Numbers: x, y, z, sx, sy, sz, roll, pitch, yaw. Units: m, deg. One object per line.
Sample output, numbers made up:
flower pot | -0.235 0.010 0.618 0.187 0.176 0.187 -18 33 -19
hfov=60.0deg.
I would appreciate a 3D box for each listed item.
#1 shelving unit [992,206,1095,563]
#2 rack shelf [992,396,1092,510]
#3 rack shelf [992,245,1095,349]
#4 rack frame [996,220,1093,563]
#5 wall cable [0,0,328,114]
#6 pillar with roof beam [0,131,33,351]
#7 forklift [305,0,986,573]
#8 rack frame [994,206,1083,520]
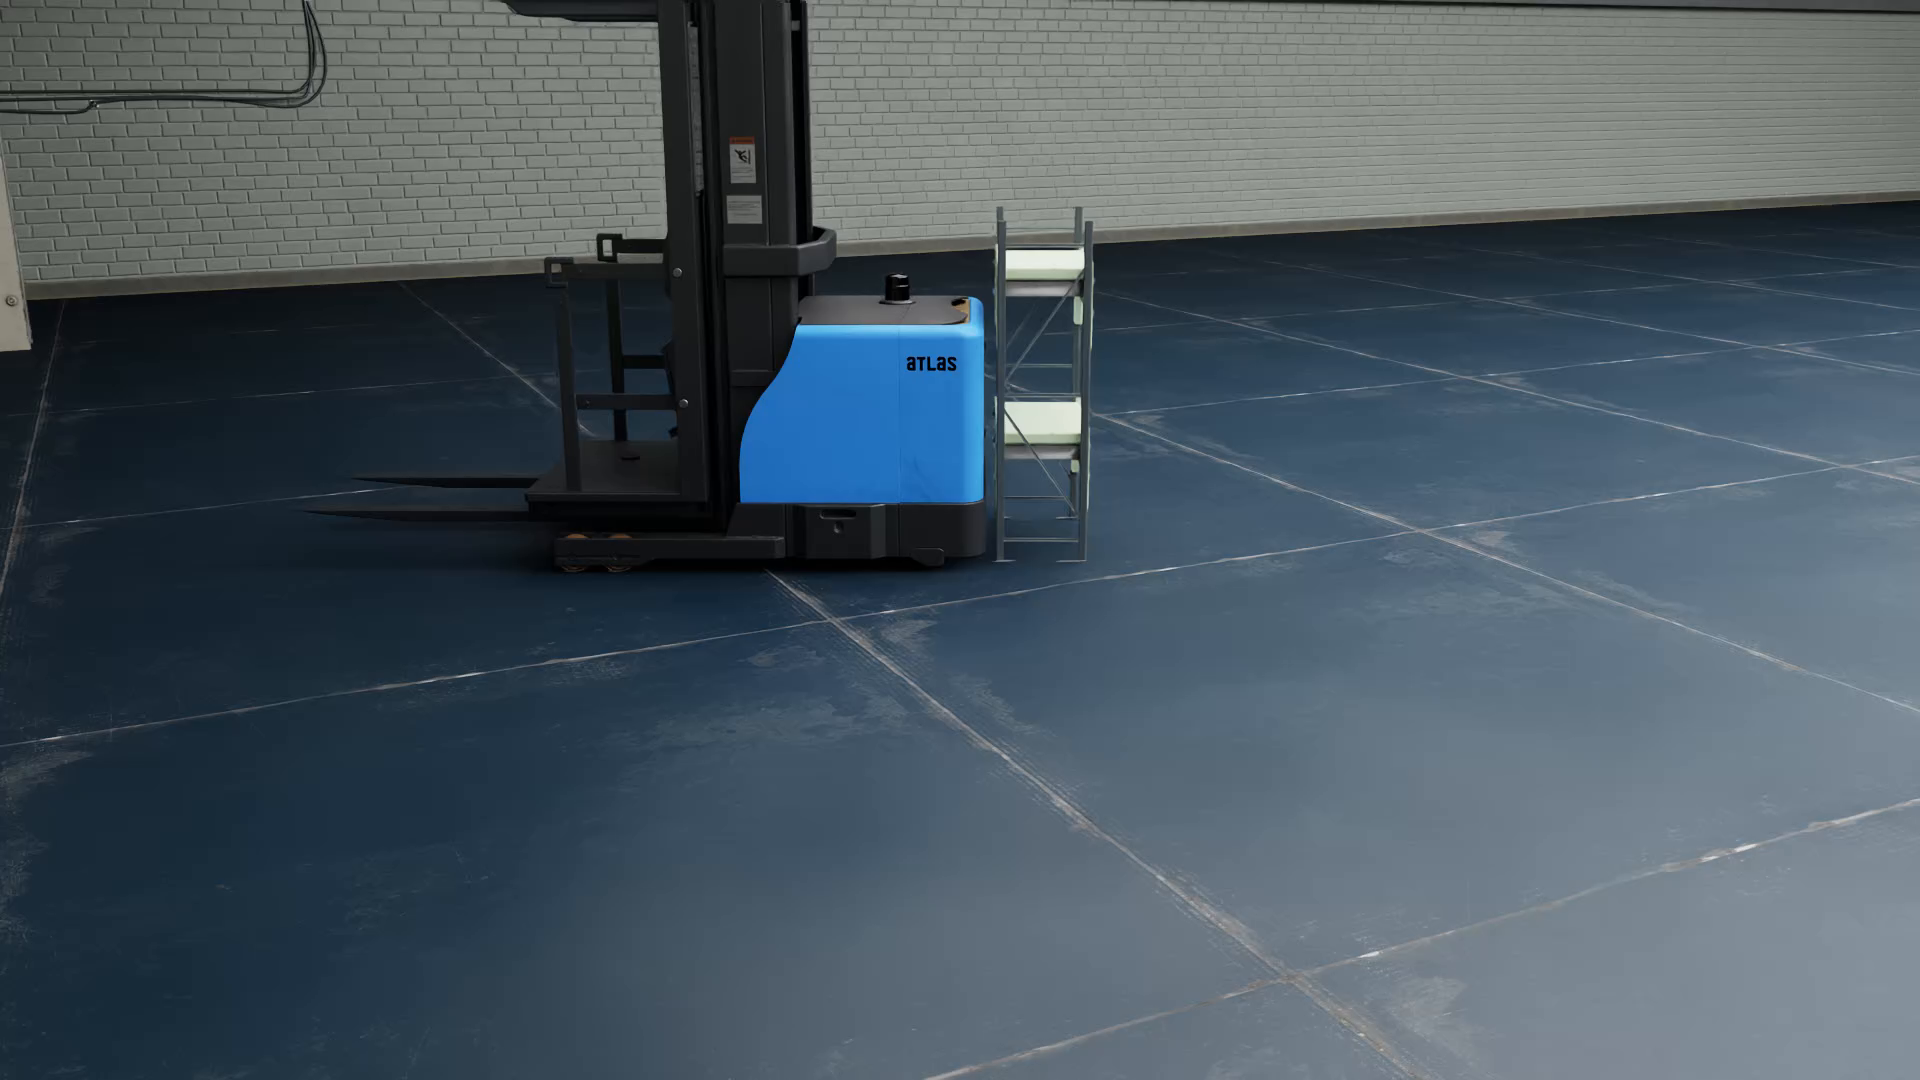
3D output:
shelving unit | 0.364 -0.722 7.549 0.431 1.500 0.755 0 16 1
rack shelf | 0.364 -0.409 7.639 0.431 0.370 0.720 0 16 1
rack shelf | 0.364 -1.098 7.442 0.431 0.370 0.720 0 16 1
rack frame | 0.360 -0.622 7.197 0.400 1.500 0.023 0 16 1
wall cable | -7.540 -5.233 15.303 3.097 2.526 0.112 -8 18 -25
pillar with roof beam | -3.568 -6.356 13.585 9.100 9.000 0.400 -8 18 -25
forklift | -1.397 -1.413 7.360 3.031 2.935 1.130 0 16 1
rack frame | 0.367 -0.823 7.901 0.400 1.500 0.023 0 16 1
